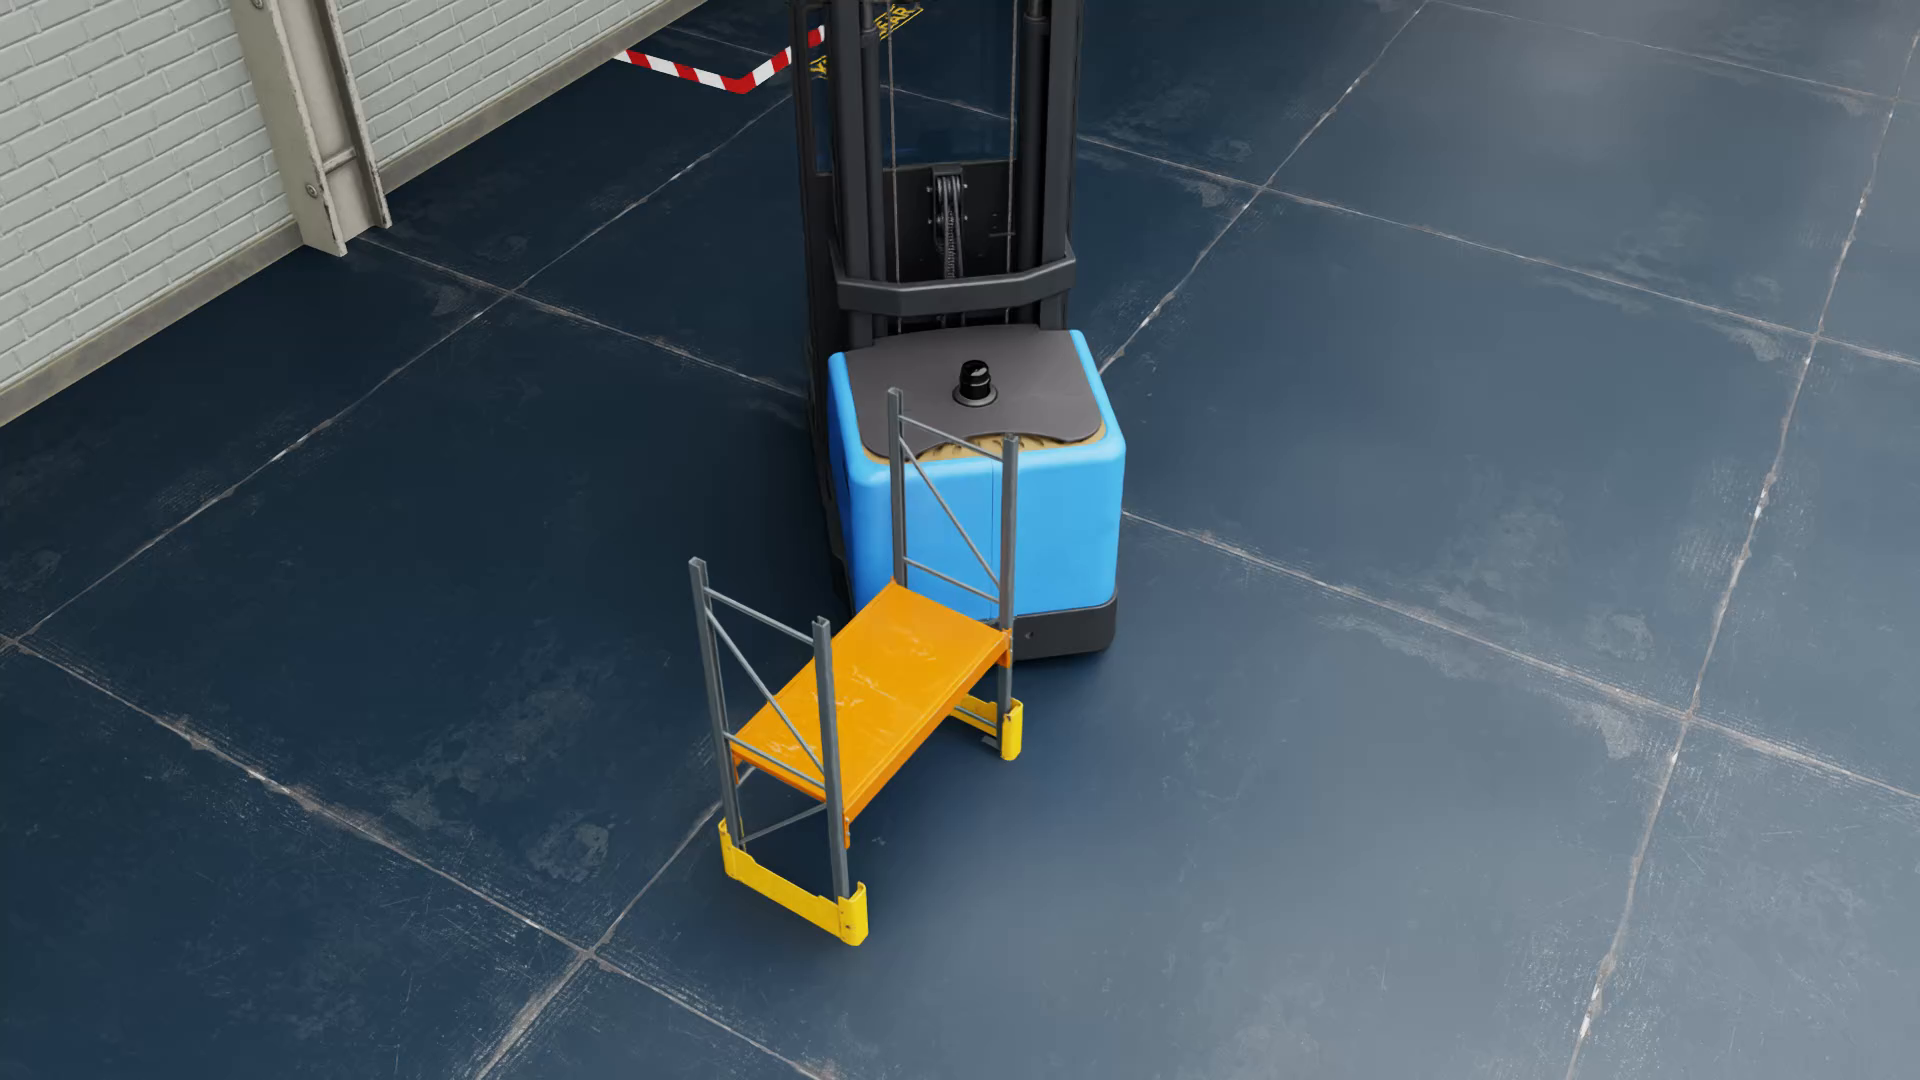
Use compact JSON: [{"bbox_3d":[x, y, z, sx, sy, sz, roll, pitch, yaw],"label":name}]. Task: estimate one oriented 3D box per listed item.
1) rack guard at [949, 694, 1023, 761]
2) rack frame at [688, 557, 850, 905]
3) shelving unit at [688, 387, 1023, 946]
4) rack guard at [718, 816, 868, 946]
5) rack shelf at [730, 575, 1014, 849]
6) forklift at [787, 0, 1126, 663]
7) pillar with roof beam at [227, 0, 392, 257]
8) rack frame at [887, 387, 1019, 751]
[{"bbox_3d":[-0.027,0.619,6.358,0.587,0.250,0.087,24,47,24],"label":"rack guard"},{"bbox_3d":[-0.586,0.711,5.308,0.500,1.500,0.032,24,47,24],"label":"rack frame"},{"bbox_3d":[-0.301,0.425,5.632,0.587,1.500,1.083,24,47,24],"label":"shelving unit"},{"bbox_3d":[-0.575,1.169,5.733,0.587,0.250,0.087,24,47,24],"label":"rack guard"},{"bbox_3d":[-0.306,0.565,5.746,0.538,0.185,1.000,24,47,24],"label":"rack shelf"},{"bbox_3d":[-0.130,-1.542,6.784,1.130,2.935,3.031,-6,42,-7],"label":"forklift"},{"bbox_3d":[0.345,-3.646,4.582,9.100,9.000,0.400,21,45,22],"label":"pillar with roof beam"},{"bbox_3d":[-0.027,0.150,5.945,0.500,1.500,0.032,24,47,24],"label":"rack frame"}]
